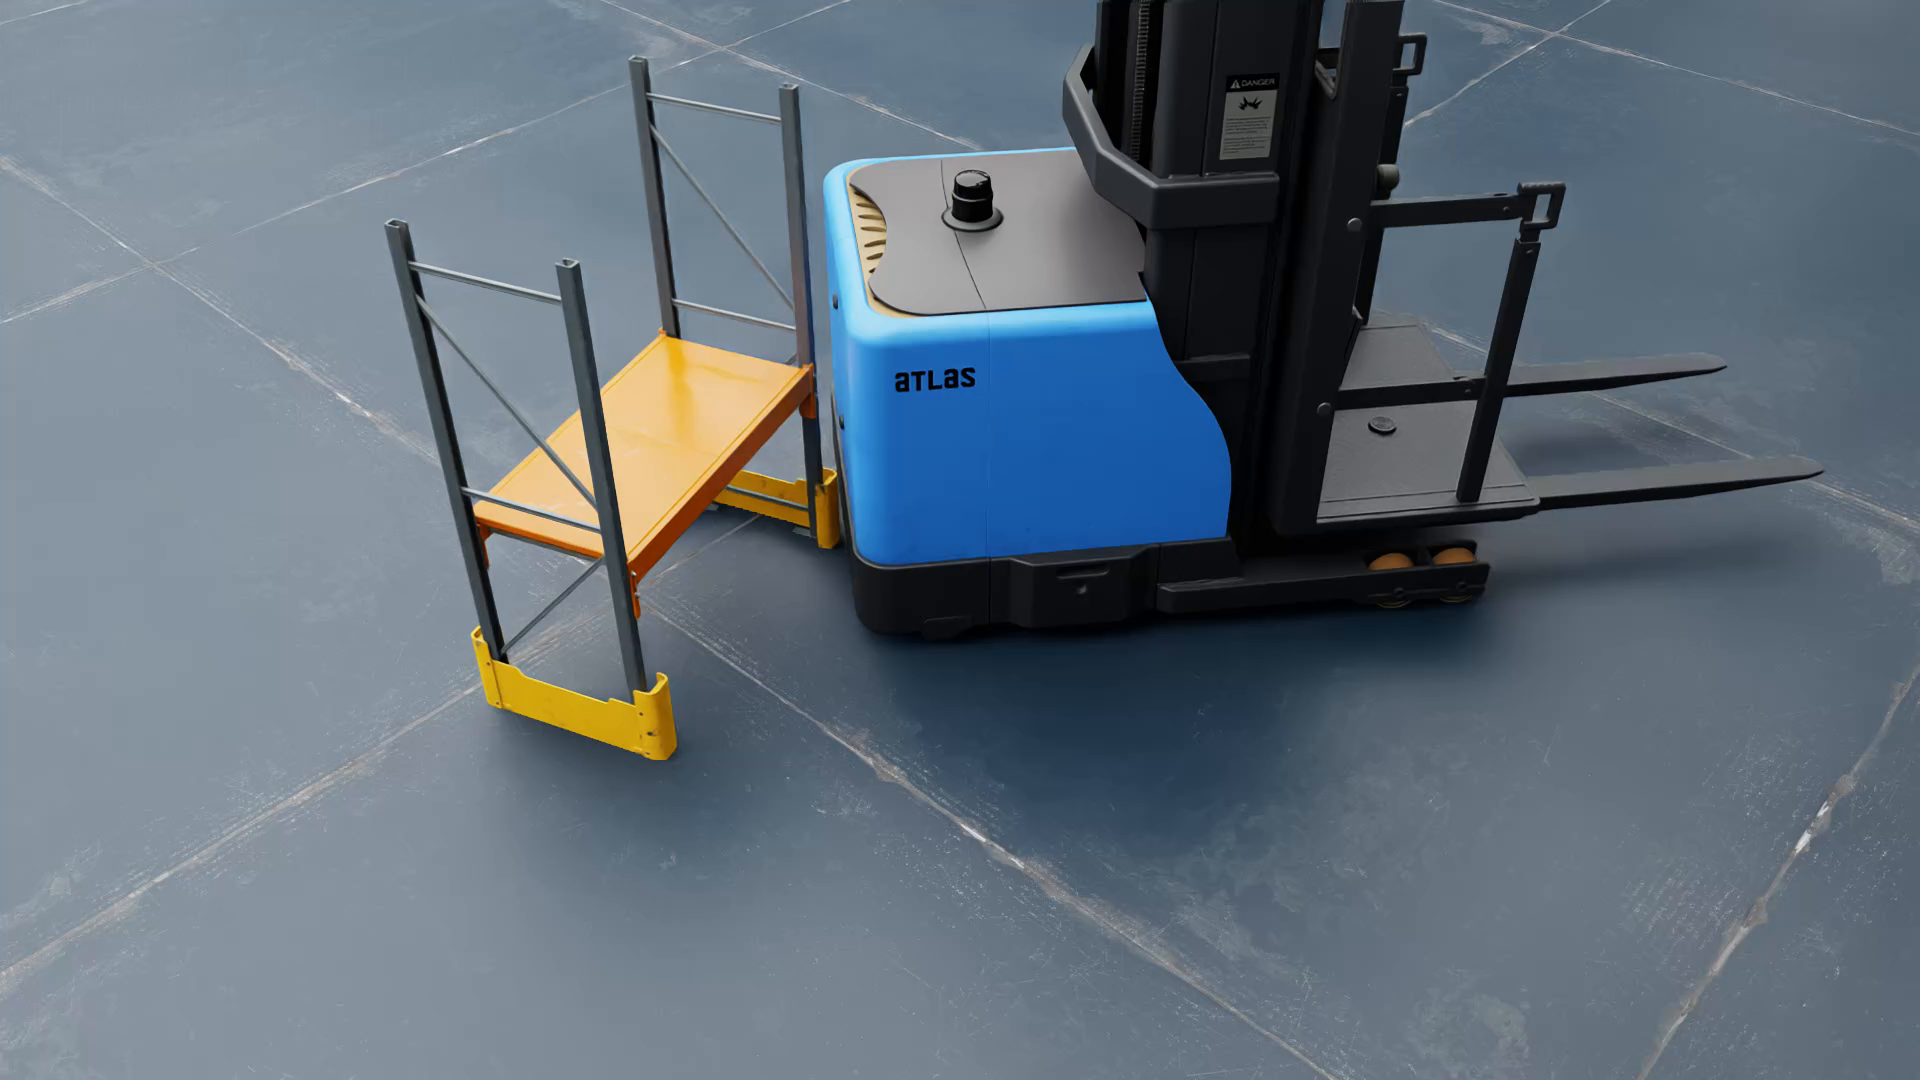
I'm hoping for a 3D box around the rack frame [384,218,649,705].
[{"bbox_3d":[-1.059,-0.069,4.132,0.500,1.500,0.032,15,41,18],"label":"rack frame"}]

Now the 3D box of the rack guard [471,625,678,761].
[{"bbox_3d":[-1.051,0.409,4.535,0.587,0.250,0.087,15,41,18],"label":"rack guard"}]

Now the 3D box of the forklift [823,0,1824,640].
[{"bbox_3d":[1.140,-1.265,4.486,3.031,2.935,1.130,-5,39,-6],"label":"forklift"}]

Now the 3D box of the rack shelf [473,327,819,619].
[{"bbox_3d":[-0.858,-0.219,4.609,0.538,0.185,1.000,15,41,18],"label":"rack shelf"}]

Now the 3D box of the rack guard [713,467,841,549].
[{"bbox_3d":[-0.657,-0.160,5.251,0.587,0.250,0.087,15,41,18],"label":"rack guard"}]

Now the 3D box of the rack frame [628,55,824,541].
[{"bbox_3d":[-0.656,-0.650,4.862,0.500,1.500,0.032,15,41,18],"label":"rack frame"}]

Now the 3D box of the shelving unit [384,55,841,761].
[{"bbox_3d":[-0.854,-0.365,4.504,0.587,1.500,1.083,15,41,18],"label":"shelving unit"}]
